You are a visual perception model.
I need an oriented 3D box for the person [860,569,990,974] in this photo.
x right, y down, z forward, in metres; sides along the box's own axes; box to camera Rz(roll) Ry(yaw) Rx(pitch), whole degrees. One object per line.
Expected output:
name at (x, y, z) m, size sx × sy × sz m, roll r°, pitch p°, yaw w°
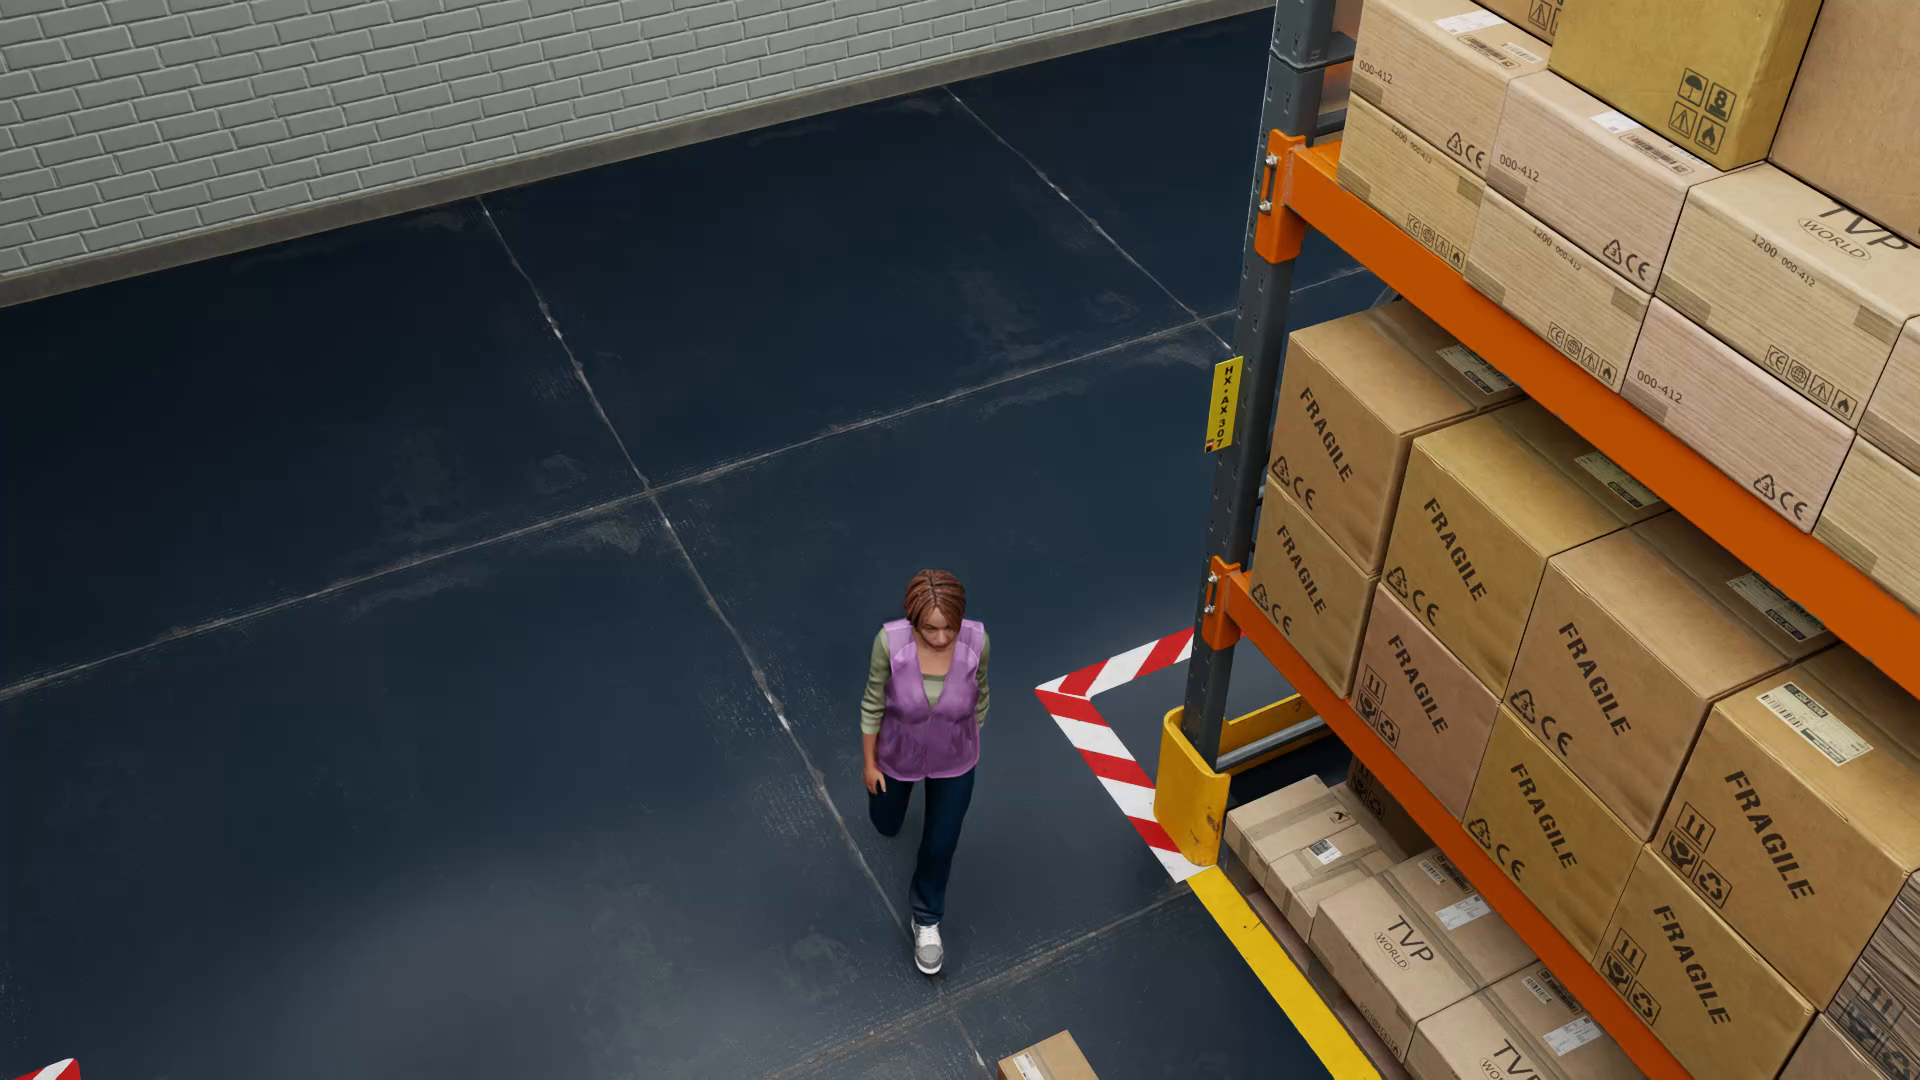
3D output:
person at (-0.115, 0.658, 5.430) m, size 0.418 × 1.566 × 0.764 m, roll -2°, pitch 42°, yaw -2°
